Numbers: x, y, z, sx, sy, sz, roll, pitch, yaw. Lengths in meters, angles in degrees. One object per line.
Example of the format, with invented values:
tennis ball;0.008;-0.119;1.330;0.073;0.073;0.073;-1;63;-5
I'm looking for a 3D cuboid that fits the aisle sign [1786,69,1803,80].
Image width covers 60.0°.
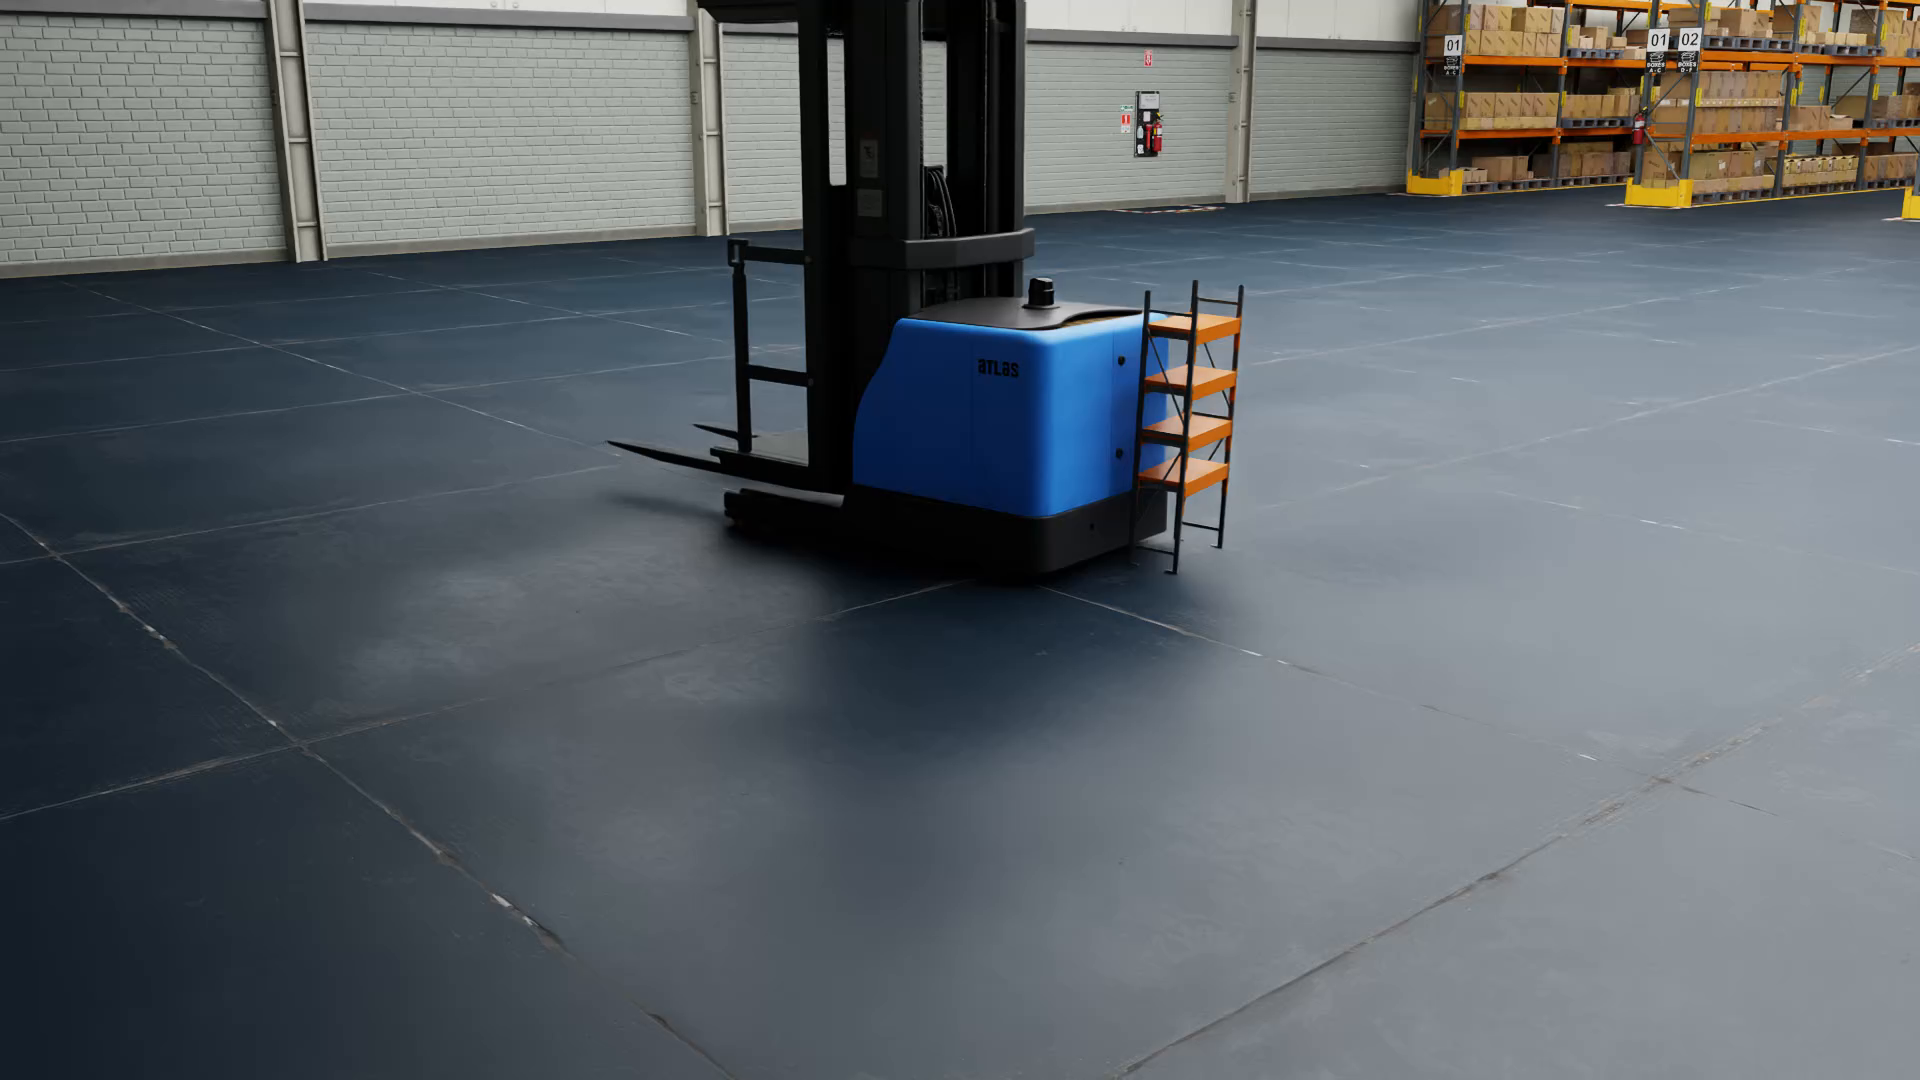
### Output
aisle sign;22.265;-12.663;44.306;0.004;0.787;0.394;-13;19;-39

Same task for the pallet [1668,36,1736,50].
pallet;13.749;-9.300;31.113;1.213;0.211;1.003;-13;19;-39

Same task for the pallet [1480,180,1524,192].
pallet;11.557;-7.745;36.335;1.213;0.211;1.003;-13;19;-39

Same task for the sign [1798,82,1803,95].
sign;22.360;-12.019;44.231;0.005;0.325;0.100;-13;19;-39

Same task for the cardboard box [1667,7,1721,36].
cardboard box;13.635;-9.645;30.948;0.637;0.503;0.797;-11;18;-36

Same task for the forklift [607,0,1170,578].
forklift;-0.506;-1.547;7.862;3.031;2.935;1.130;12;19;38

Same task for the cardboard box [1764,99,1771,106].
cardboard box;15.768;-8.644;32.848;0.250;0.149;0.380;-13;20;-41

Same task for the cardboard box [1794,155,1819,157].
cardboard box;18.255;-8.157;35.904;0.500;0.311;0.500;-13;20;-41

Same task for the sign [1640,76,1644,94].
sign;12.853;-8.561;31.284;0.005;0.325;0.100;-13;19;-39

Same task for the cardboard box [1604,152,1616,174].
cardboard box;15.005;-8.906;39.270;0.500;0.500;0.700;-13;20;-39

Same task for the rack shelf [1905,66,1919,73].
rack shelf;23.760;-11.252;39.644;4.000;0.370;1.077;-13;19;-39

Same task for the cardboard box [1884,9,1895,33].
cardboard box;19.952;-11.274;36.200;0.500;0.500;0.500;-13;19;-39

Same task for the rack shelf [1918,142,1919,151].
rack shelf;17.956;-6.805;28.808;4.000;0.370;1.077;-13;19;-39

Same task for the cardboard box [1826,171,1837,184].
cardboard box;18.229;-7.699;35.276;0.500;0.250;0.500;-12;19;-38

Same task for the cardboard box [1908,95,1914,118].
cardboard box;21.270;-9.897;37.983;0.500;0.500;0.700;-9;17;-31

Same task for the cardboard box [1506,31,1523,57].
cardboard box;11.568;-10.525;35.297;0.500;0.500;0.500;-11;19;-36

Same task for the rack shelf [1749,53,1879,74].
rack shelf;17.725;-9.897;34.571;4.000;0.370;1.077;-13;19;-39

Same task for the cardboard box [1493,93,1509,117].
cardboard box;11.275;-9.233;35.301;0.500;0.500;0.500;-13;20;-41

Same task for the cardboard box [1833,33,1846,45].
cardboard box;18.106;-10.439;34.682;0.500;0.250;0.500;-13;20;-40

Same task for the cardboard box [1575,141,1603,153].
cardboard box;14.614;-9.160;38.770;0.500;0.250;0.500;-13;20;-40

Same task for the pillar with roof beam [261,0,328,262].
pillar with roof beam;-5.375;-7.024;16.609;0.400;9.000;9.100;-13;19;-39

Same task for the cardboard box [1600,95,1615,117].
cardboard box;14.706;-10.062;38.560;0.500;0.500;0.700;-13;19;-39

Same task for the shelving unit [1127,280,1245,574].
shelving unit;0.990;-0.505;7.295;0.258;1.200;0.503;12;19;30

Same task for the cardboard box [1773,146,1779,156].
cardboard box;21.552;-10.310;44.566;0.500;0.500;0.700;-13;19;-39

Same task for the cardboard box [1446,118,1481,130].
cardboard box;10.521;-8.701;34.762;0.500;0.250;0.500;-13;20;-41

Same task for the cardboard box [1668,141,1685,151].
cardboard box;17.285;-9.508;40.886;0.750;0.750;0.750;-13;20;-40

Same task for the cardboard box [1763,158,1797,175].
cardboard box;16.692;-7.623;33.905;0.500;0.311;0.500;-13;19;-39

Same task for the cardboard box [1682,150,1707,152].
cardboard box;14.531;-7.421;32.781;0.500;0.500;0.500;-13;19;-39

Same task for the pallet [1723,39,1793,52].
pallet;15.590;-9.713;32.661;1.213;0.211;1.003;-13;19;-39

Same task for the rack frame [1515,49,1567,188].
rack frame;12.962;-9.420;37.204;0.127;3.000;1.000;-13;19;-39

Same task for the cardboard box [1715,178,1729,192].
cardboard box;14.502;-6.871;32.175;0.500;0.250;0.500;-13;19;-39

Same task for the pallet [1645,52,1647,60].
pallet;16.430;-11.575;39.826;1.003;0.211;1.213;-12;19;-37

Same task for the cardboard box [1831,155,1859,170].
cardboard box;19.000;-8.143;35.850;0.500;0.311;0.500;-12;19;-38

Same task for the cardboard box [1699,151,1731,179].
cardboard box;14.494;-7.235;32.086;0.500;0.500;0.500;-13;19;-39

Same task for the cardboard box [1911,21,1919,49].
cardboard box;21.334;-11.372;37.497;0.600;0.600;0.600;-13;20;-40

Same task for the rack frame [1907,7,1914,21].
rack frame;22.251;-12.710;37.896;0.127;3.000;1.000;-13;19;-39

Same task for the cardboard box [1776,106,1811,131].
cardboard box;17.204;-8.721;34.393;0.500;0.500;0.500;-11;18;-35

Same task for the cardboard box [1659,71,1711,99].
cardboard box;13.599;-8.540;31.200;0.500;0.500;0.700;-13;19;-39

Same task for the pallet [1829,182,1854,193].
pallet;18.587;-7.655;35.999;1.213;0.211;1.003;-13;19;-39

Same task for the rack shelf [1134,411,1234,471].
rack shelf;0.987;-0.441;7.314;0.258;0.148;0.480;12;19;30

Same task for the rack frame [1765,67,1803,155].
rack frame;22.014;-11.453;44.815;0.127;3.000;1.000;-13;19;-39

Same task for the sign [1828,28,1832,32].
sign;18.879;-10.939;36.076;0.005;0.325;0.100;-13;19;-39

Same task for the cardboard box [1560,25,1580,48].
cardboard box;13.427;-11.198;37.039;0.500;0.500;0.500;-9;18;-32

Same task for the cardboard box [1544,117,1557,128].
cardboard box;12.803;-9.218;36.700;0.500;0.250;0.500;-13;19;-39

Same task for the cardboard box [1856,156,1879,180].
cardboard box;19.765;-8.160;36.479;0.500;0.500;0.500;-12;19;-37

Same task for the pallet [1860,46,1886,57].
pallet;18.780;-10.360;35.275;1.003;0.211;1.213;-12;19;-37

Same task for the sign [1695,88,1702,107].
sign;13.559;-8.126;30.529;0.005;0.325;0.100;-13;19;-39

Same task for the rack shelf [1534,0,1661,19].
rack shelf;14.470;-12.117;37.843;4.000;0.370;1.077;-13;19;-39

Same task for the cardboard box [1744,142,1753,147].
cardboard box;20.400;-10.302;43.278;0.250;0.149;0.380;-13;20;-41

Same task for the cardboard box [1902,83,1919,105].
cardboard box;22.463;-10.479;39.037;0.500;0.500;0.500;-13;19;-39

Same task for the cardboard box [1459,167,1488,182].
cardboard box;10.955;-7.852;35.693;0.500;0.311;0.500;-11;18;-35

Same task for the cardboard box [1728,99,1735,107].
cardboard box;14.606;-8.384;31.873;0.250;0.149;0.380;-13;20;-40

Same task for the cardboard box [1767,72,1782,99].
cardboard box;15.886;-9.055;33.130;0.500;0.500;0.700;-13;19;-39

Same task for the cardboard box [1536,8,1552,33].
cardboard box;12.353;-11.177;35.800;0.500;0.500;0.500;-11;19;-36

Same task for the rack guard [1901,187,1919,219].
rack guard;16.474;-5.628;27.852;0.348;0.500;1.175;-13;19;-39

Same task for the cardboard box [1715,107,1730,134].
cardboard box;14.331;-8.077;31.981;0.500;0.500;0.700;-12;19;-39
